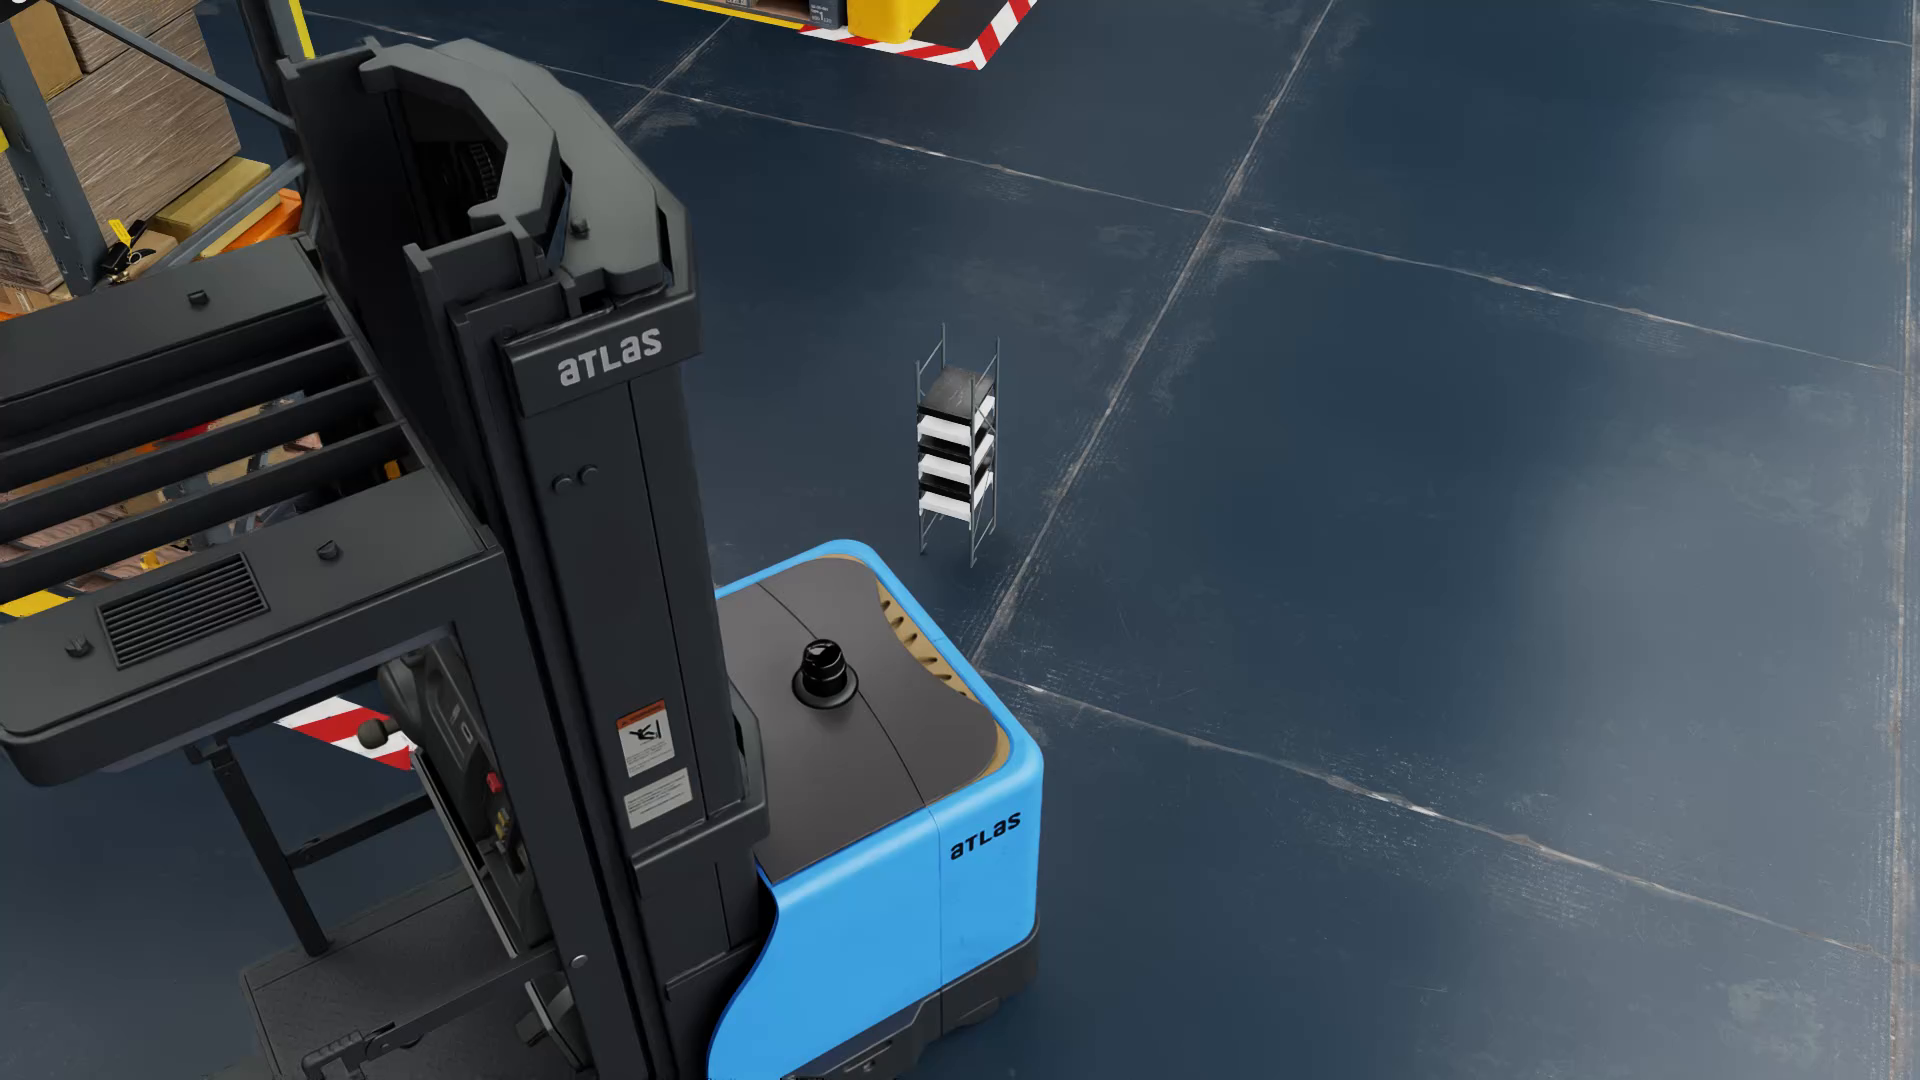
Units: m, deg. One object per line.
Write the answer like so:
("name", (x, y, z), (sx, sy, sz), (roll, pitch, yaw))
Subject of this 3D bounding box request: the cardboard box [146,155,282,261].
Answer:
("cardboard box", (-2.440, -1.087, 5.394), (0.250, 0.149, 0.380), (16, 47, 16))

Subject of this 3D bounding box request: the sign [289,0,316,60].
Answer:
("sign", (-2.060, -1.603, 5.121), (0.005, 0.325, 0.100), (16, 47, 16))

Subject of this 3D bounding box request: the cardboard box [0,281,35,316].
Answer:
("cardboard box", (-2.842, -0.865, 5.171), (0.250, 0.149, 0.380), (16, 47, 16))

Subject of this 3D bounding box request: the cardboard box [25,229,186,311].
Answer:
("cardboard box", (-2.611, -0.797, 5.103), (0.250, 0.149, 0.380), (16, 47, 16))

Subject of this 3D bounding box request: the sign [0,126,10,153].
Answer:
("sign", (-2.501, -1.110, 4.194), (0.005, 0.325, 0.100), (16, 47, 16))

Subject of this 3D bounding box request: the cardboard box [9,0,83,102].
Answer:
("cardboard box", (-2.872, -1.427, 4.567), (0.500, 0.500, 0.500), (16, 47, 16))

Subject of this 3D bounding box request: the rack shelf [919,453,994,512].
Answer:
("rack shelf", (-0.007, -0.234, 6.022), (0.200, 0.077, 0.258), (16, 47, 16))

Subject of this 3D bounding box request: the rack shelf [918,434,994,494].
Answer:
("rack shelf", (-0.007, -0.298, 5.958), (0.200, 0.077, 0.258), (16, 47, 16))

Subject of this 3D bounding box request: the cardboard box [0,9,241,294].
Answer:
("cardboard box", (-2.766, -1.251, 5.099), (0.500, 0.500, 0.875), (16, 47, 16))

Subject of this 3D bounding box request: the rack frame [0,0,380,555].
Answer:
("rack frame", (-2.269, -0.943, 5.071), (0.127, 3.000, 1.000), (16, 47, 16))

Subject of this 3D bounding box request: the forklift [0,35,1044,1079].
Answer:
("forklift", (-1.292, 0.539, 3.630), (3.031, 2.935, 1.130), (-24, 50, -22))

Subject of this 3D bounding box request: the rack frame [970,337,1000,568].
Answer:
("rack frame", (0.086, -0.294, 5.907), (0.006, 0.900, 0.240), (16, 47, 16))

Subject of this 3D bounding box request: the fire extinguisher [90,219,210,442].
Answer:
("fire extinguisher", (-2.341, -0.585, 4.766), (0.183, 0.674, 0.296), (16, 47, 16))

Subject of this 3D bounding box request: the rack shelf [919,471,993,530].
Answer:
("rack shelf", (-0.007, -0.170, 6.085), (0.200, 0.077, 0.258), (16, 47, 16))

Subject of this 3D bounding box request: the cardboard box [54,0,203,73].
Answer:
("cardboard box", (-2.671, -1.765, 4.907), (0.500, 0.500, 0.500), (16, 47, 16))

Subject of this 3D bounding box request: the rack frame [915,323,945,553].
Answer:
("rack frame", (-0.101, -0.349, 5.963), (0.006, 0.900, 0.240), (16, 47, 16))

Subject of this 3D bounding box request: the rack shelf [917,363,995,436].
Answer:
("rack shelf", (-0.007, -0.489, 5.768), (0.200, 0.077, 0.258), (16, 47, 16))

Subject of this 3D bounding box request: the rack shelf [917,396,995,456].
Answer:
("rack shelf", (-0.007, -0.425, 5.831), (0.200, 0.077, 0.258), (16, 47, 16))

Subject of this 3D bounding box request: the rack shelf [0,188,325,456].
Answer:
("rack shelf", (-4.115, -1.231, 5.871), (4.000, 0.370, 1.077), (16, 47, 16))

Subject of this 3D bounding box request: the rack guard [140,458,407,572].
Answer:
("rack guard", (-2.339, -0.078, 5.974), (0.348, 0.500, 1.175), (16, 47, 16))

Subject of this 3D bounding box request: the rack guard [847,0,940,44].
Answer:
("rack guard", (-0.244, -3.252, 9.164), (0.348, 0.500, 1.175), (16, 47, 16))

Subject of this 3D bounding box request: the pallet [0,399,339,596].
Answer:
("pallet", (-3.075, -0.219, 6.320), (1.213, 0.211, 1.003), (16, 47, 16))

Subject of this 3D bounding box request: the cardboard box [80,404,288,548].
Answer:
("cardboard box", (-2.839, -0.386, 5.986), (0.500, 0.500, 0.500), (25, 50, 23))

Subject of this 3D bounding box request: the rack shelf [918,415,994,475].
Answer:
("rack shelf", (-0.007, -0.361, 5.895), (0.200, 0.077, 0.258), (16, 47, 16))

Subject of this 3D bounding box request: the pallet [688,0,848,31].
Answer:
("pallet", (-1.034, -3.322, 9.439), (1.213, 0.211, 1.003), (16, 47, 16))

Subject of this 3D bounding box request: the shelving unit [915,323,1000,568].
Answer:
("shelving unit", (-0.007, -0.321, 5.935), (0.210, 0.900, 0.258), (16, 47, 16))

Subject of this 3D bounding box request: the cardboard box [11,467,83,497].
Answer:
("cardboard box", (-3.404, -0.526, 6.127), (0.500, 0.500, 0.500), (29, 52, 26))
